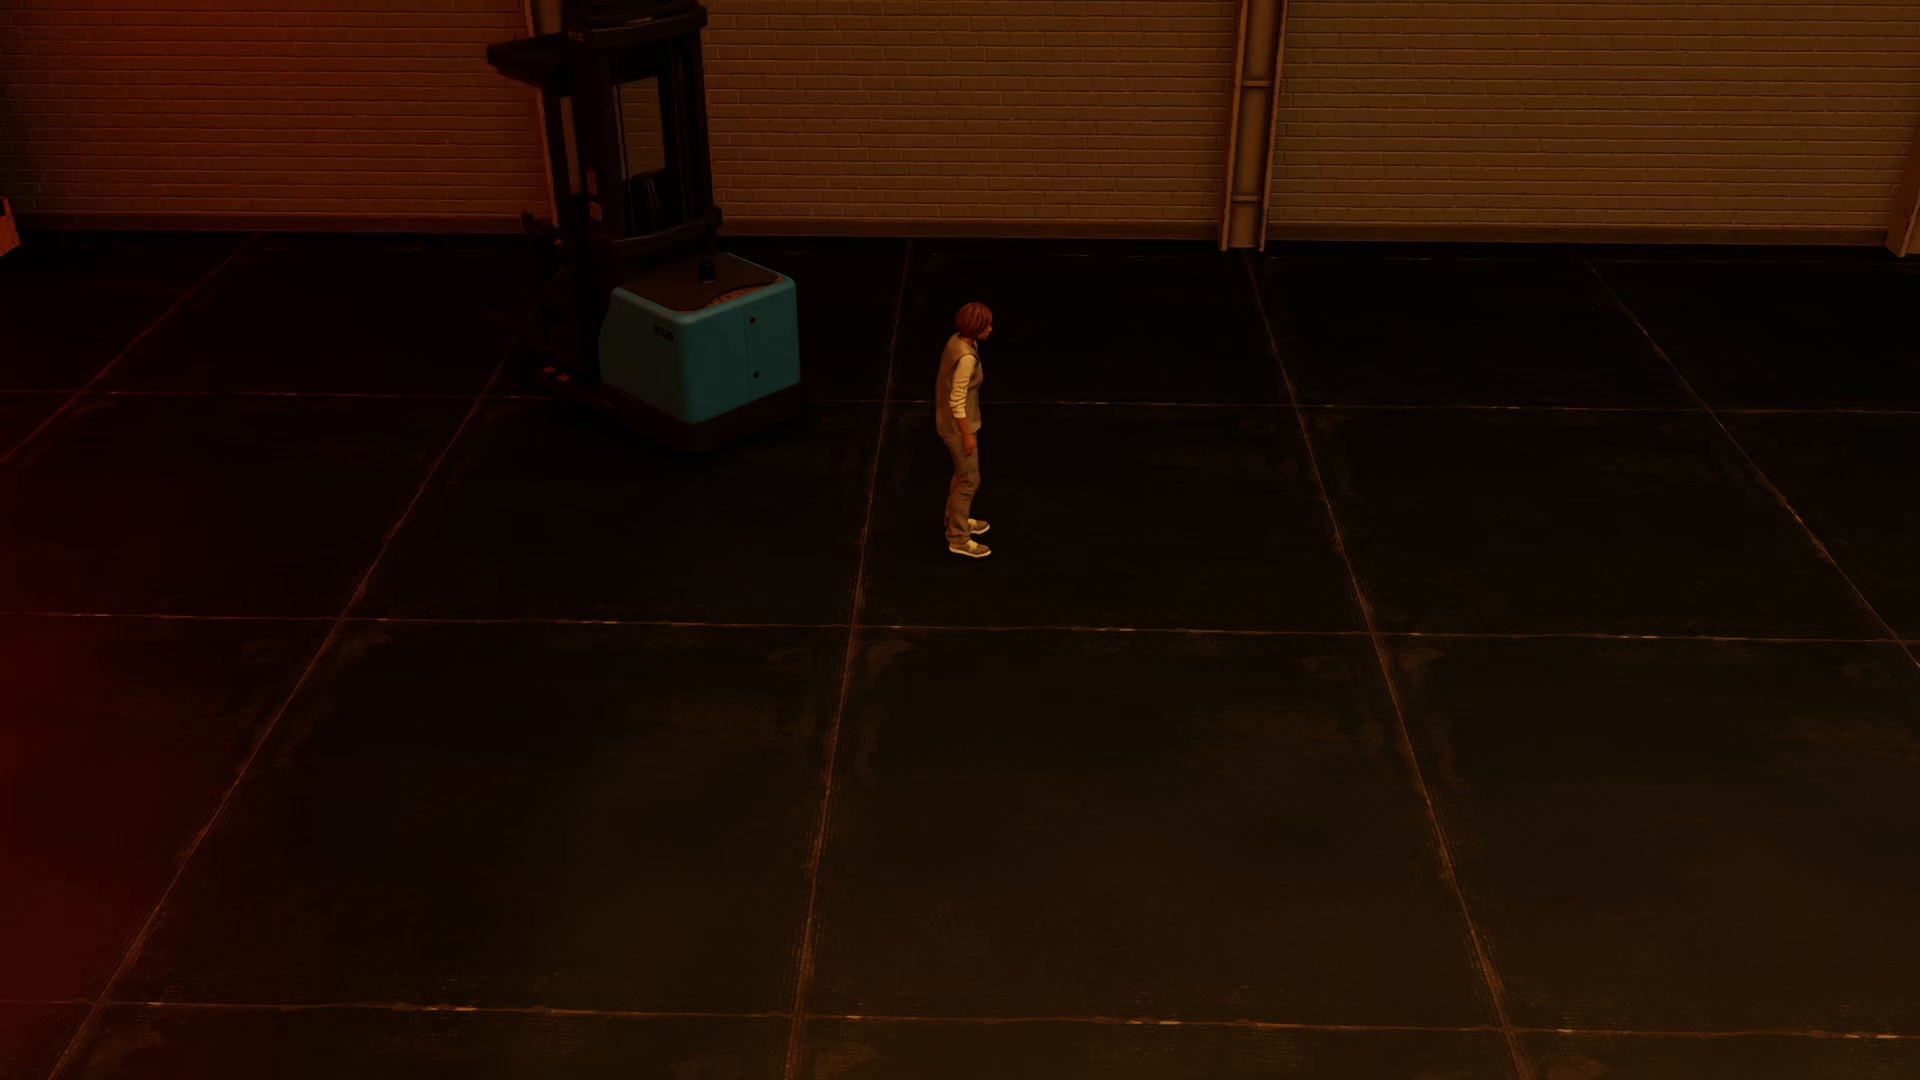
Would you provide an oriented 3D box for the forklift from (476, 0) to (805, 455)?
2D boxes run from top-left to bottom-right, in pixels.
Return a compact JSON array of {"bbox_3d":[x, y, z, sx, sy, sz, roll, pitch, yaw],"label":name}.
[{"bbox_3d":[-2.519,-2.484,11.827,3.031,2.935,1.130,26,40,37],"label":"forklift"}]

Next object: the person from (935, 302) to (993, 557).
[{"bbox_3d":[0.021,-0.688,10.100,0.344,1.592,0.467,0,31,0],"label":"person"}]
